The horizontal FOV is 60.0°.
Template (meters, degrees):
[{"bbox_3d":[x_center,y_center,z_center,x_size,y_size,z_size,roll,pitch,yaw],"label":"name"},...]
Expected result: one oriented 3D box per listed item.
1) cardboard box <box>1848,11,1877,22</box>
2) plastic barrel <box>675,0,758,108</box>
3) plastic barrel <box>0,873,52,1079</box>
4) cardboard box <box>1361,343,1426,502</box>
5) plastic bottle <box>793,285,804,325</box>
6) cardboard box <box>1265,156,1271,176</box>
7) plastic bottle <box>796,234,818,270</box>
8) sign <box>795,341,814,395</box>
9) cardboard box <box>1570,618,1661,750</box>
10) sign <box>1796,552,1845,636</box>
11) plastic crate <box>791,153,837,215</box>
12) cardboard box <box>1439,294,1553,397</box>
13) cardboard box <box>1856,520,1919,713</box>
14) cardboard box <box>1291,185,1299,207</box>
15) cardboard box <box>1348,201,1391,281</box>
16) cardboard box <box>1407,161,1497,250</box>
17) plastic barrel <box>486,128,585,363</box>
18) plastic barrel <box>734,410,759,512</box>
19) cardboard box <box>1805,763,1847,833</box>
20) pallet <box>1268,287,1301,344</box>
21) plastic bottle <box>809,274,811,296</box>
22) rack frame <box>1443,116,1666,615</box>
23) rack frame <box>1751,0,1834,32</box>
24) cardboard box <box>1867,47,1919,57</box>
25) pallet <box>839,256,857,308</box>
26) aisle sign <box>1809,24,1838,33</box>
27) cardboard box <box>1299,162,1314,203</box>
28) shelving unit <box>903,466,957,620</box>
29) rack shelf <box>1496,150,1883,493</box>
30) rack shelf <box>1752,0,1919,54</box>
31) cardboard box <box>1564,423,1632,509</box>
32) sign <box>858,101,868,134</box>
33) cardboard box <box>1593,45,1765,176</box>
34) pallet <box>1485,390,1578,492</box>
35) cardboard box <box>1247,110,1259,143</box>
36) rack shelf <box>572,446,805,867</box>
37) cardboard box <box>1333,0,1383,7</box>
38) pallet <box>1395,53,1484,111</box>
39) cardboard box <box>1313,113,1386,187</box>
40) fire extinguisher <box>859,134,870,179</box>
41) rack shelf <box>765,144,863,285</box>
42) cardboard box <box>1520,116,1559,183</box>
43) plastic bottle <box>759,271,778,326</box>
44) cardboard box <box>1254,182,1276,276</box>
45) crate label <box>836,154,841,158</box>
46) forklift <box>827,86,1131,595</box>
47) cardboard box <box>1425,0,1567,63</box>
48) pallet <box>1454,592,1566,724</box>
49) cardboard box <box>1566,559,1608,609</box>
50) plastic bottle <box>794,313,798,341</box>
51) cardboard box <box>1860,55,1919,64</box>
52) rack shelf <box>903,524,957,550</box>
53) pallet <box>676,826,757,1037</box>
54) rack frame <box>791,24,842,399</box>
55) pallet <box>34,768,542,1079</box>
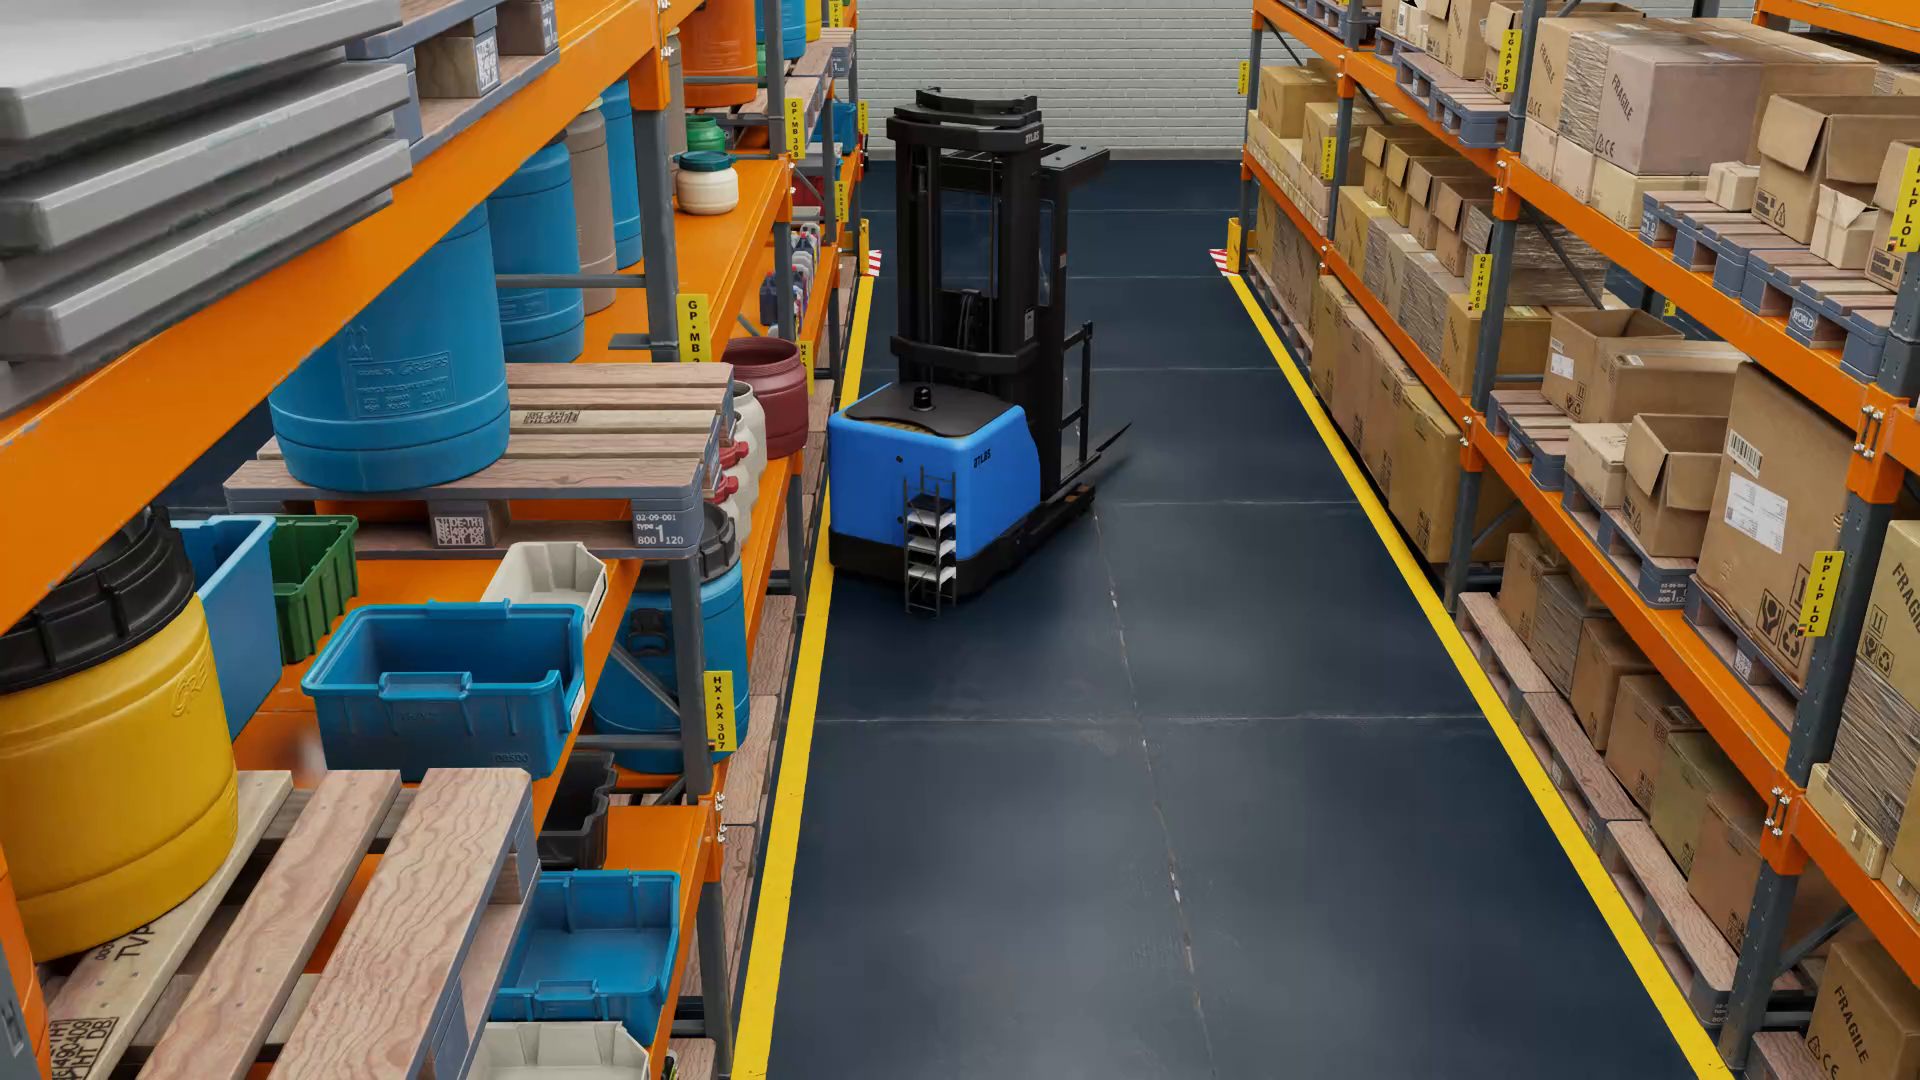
[{"bbox_3d":[8.142,-4.683,14.506,0.500,0.250,0.500,0,24,-1],"label":"cardboard box"},{"bbox_3d":[-1.451,-2.901,9.353,0.600,0.830,0.708,0,24,-1],"label":"plastic barrel"},{"bbox_3d":[-1.493,0.430,1.989,0.600,0.830,0.708,0,24,-1],"label":"plastic barrel"},{"bbox_3d":[3.516,-0.811,11.471,1.225,0.875,0.875,0,24,0],"label":"cardboard box"},{"bbox_3d":[-1.144,-1.608,11.316,0.152,0.276,0.135,0,24,-1],"label":"plastic bottle"},{"bbox_3d":[3.105,-3.546,15.756,0.380,0.149,0.250,-1,24,-2],"label":"cardboard box"},{"bbox_3d":[-1.160,-2.194,12.611,0.152,0.276,0.135,0,24,-1],"label":"plastic bottle"},{"bbox_3d":[-0.898,-0.993,9.608,0.100,0.325,0.005,0,24,-1],"label":"sign"},{"bbox_3d":[3.564,0.741,8.471,0.700,0.500,0.500,2,24,4],"label":"cardboard box"},{"bbox_3d":[2.994,0.189,5.787,0.100,0.325,0.005,0,24,-1],"label":"sign"},{"bbox_3d":[-1.250,-2.987,14.064,0.402,0.464,0.583,0,24,-1],"label":"plastic crate"},{"bbox_3d":[3.252,-1.183,10.105,0.500,0.500,0.500,0,24,1],"label":"cardboard box"},{"bbox_3d":[3.299,0.263,5.334,0.500,0.500,0.500,0,24,-1],"label":"cardboard box"},{"bbox_3d":[3.119,-3.018,14.587,0.380,0.149,0.250,0,24,0],"label":"cardboard box"},{"bbox_3d":[3.223,-2.232,12.423,0.500,0.500,0.500,0,24,0],"label":"cardboard box"},{"bbox_3d":[3.495,-2.284,11.322,0.797,0.503,0.637,1,24,1],"label":"cardboard box"},{"bbox_3d":[-1.627,-1.069,5.725,0.600,0.901,0.708,0,24,-1],"label":"plastic barrel"},{"bbox_3d":[-1.218,-0.368,8.287,0.421,0.512,0.421,0,24,0],"label":"plastic barrel"},{"bbox_3d":[3.250,0.917,5.887,0.380,0.149,0.250,0,24,-1],"label":"cardboard box"},{"bbox_3d":[3.515,-2.131,15.705,1.003,0.211,1.213,0,24,-1],"label":"pallet"},{"bbox_3d":[-1.124,-1.849,11.938,0.097,0.201,0.097,0,24,0],"label":"plastic bottle"},{"bbox_3d":[3.505,-0.936,9.679,1.000,3.000,0.127,0,24,-1],"label":"rack frame"},{"bbox_3d":[8.378,-4.213,16.924,1.000,3.000,0.127,0,24,-1],"label":"rack frame"},{"bbox_3d":[8.652,-4.239,15.287,0.500,0.500,0.500,1,24,2],"label":"cardboard box"},{"bbox_3d":[-1.565,-2.599,16.741,1.003,0.211,1.213,0,24,-1],"label":"pallet"},{"bbox_3d":[8.678,-5.429,16.458,0.394,0.787,0.004,0,24,-1],"label":"aisle sign"},{"bbox_3d":[3.186,-3.045,14.164,0.500,0.250,0.500,0,24,1],"label":"cardboard box"},{"bbox_3d":[-0.182,0.020,10.114,0.258,0.900,0.210,13,27,26],"label":"shelving unit"},{"bbox_3d":[3.527,-1.150,7.386,1.077,0.370,4.000,0,24,-1],"label":"rack shelf"},{"bbox_3d":[8.400,-4.428,14.632,1.077,0.370,4.000,0,24,-1],"label":"rack shelf"},{"bbox_3d":[3.293,-0.367,8.094,0.500,0.250,0.500,-1,24,-2],"label":"cardboard box"},{"bbox_3d":[-0.985,-4.293,16.905,0.100,0.325,0.005,0,24,-1],"label":"sign"},{"bbox_3d":[3.267,-1.965,7.586,0.500,0.500,0.500,-1,24,-2],"label":"cardboard box"},{"bbox_3d":[3.619,-0.555,9.070,1.213,0.211,1.003,0,24,-1],"label":"pallet"},{"bbox_3d":[3.153,-4.100,16.497,0.500,0.250,0.500,-1,24,-2],"label":"cardboard box"},{"bbox_3d":[-1.426,0.239,7.955,1.077,0.370,4.000,0,24,-1],"label":"rack shelf"},{"bbox_3d":[3.393,-4.555,13.289,0.700,0.500,0.500,-2,24,-4],"label":"cardboard box"},{"bbox_3d":[3.430,-2.942,10.704,1.003,0.211,1.213,1,24,2],"label":"pallet"},{"bbox_3d":[3.189,-3.181,13.554,0.500,0.500,0.500,0,24,1],"label":"cardboard box"},{"bbox_3d":[-1.082,-4.069,17.153,0.296,0.674,0.183,0,24,-1],"label":"fire extinguisher"},{"bbox_3d":[-1.513,-3.058,15.244,1.077,0.370,4.000,0,24,-1],"label":"rack shelf"},{"bbox_3d":[3.255,-2.039,8.661,0.500,0.250,0.500,0,24,0],"label":"cardboard box"},{"bbox_3d":[-1.293,-1.652,11.322,0.144,0.351,0.185,0,24,-1],"label":"plastic bottle"},{"bbox_3d":[3.505,-3.192,16.736,0.875,0.875,0.875,0,24,-1],"label":"cardboard box"},{"bbox_3d":[-1.329,-3.548,15.701,0.396,0.136,0.243,0,24,-1],"label":"crate label"},{"bbox_3d":[0.298,-1.562,11.147,1.130,2.935,3.031,13,27,26],"label":"forklift"},{"bbox_3d":[3.461,-3.382,10.814,0.797,0.503,0.637,-1,24,-1],"label":"cardboard box"},{"bbox_3d":[3.512,0.657,9.541,1.003,0.211,1.213,0,24,-1],"label":"pallet"},{"bbox_3d":[3.558,0.156,8.855,0.500,0.250,0.500,2,24,5],"label":"cardboard box"},{"bbox_3d":[-1.093,-1.381,10.805,0.061,0.283,0.133,0,24,-1],"label":"plastic bottle"},{"bbox_3d":[8.122,-4.031,14.827,0.500,0.500,0.500,-1,24,-2],"label":"cardboard box"},{"bbox_3d":[-0.182,-0.032,10.091,0.258,0.077,0.200,13,27,26],"label":"rack shelf"},{"bbox_3d":[-1.452,1.682,7.275,1.003,0.211,1.213,0,24,-1],"label":"pallet"},{"bbox_3d":[-1.491,-2.562,13.274,1.000,3.000,0.127,0,24,-1],"label":"rack frame"},{"bbox_3d":[-1.272,0.761,2.516,1.003,0.211,1.213,0,24,-1],"label":"pallet"}]
